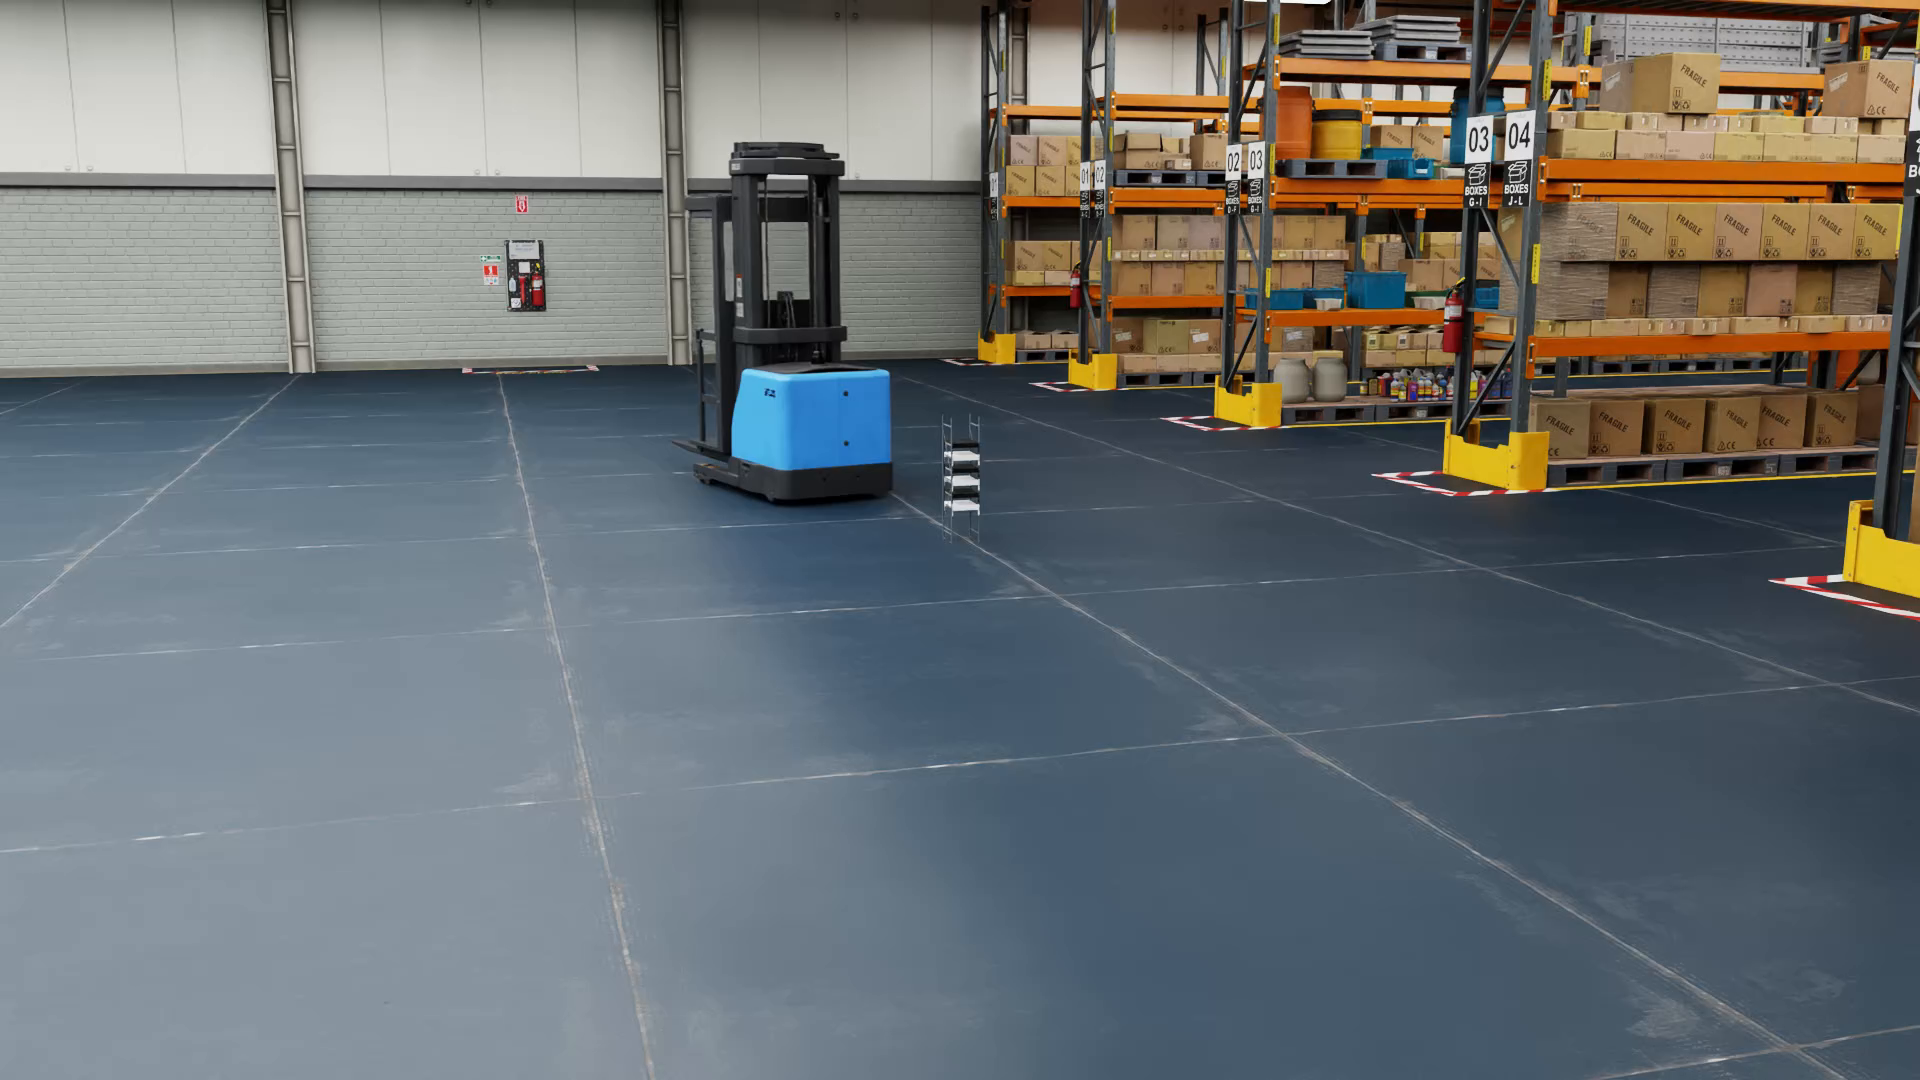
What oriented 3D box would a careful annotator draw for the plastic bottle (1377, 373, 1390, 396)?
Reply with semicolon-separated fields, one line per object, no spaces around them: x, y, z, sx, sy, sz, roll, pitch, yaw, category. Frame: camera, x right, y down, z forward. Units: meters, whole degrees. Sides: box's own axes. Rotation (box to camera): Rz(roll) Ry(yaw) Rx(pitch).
5.221;-1.920;20.497;0.135;0.276;0.152;-3;11;-16;plastic bottle

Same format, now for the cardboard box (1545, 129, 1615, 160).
5.250;-3.386;14.282;0.500;0.250;0.500;-3;11;-14;cardboard box

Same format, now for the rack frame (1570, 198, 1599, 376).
9.631;-4.132;26.206;0.127;3.000;1.000;-3;11;-16;rack frame

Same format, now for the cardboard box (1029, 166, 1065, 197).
1.478;-6.117;28.371;0.500;0.500;0.500;-2;11;-12;cardboard box

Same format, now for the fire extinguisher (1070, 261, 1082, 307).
1.707;-3.764;24.420;0.183;0.674;0.296;-3;11;-16;fire extinguisher

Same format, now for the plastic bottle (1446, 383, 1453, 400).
5.876;-1.781;19.951;0.097;0.201;0.097;0;10;0;plastic bottle

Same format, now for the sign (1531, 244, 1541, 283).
4.867;-2.336;14.061;0.005;0.325;0.100;-3;11;-16;sign

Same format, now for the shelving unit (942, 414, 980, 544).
0.008;-0.443;11.967;0.210;0.900;0.258;-3;11;-16;shelving unit

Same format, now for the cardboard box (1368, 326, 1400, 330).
6.597;-3.157;25.797;0.500;0.311;0.500;-3;11;-14;cardboard box

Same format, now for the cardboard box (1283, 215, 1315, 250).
4.881;-4.567;24.712;0.500;0.500;0.700;-3;11;-16;cardboard box

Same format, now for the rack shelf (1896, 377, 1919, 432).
7.925;-0.885;10.555;4.000;0.370;1.077;-3;11;-16;rack shelf

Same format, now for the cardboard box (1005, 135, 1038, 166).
1.000;-6.591;28.187;0.500;0.500;0.500;-4;11;-20;cardboard box

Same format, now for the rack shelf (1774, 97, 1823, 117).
15.392;-7.030;27.377;4.000;0.370;1.077;-3;11;-16;rack shelf

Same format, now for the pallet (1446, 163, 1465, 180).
6.506;-4.397;19.883;1.003;0.211;1.213;-3;11;-16;pallet

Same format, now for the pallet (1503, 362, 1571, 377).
8.830;-2.726;26.269;1.213;0.211;1.003;-3;11;-16;pallet

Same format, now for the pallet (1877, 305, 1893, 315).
9.330;-2.126;15.841;1.213;0.211;1.003;-3;11;-16;pallet

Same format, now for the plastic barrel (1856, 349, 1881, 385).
11.994;-2.325;22.105;0.421;0.512;0.421;0;10;0;plastic barrel

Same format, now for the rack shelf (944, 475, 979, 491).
0.008;-0.410;11.973;0.200;0.077;0.258;-3;11;-16;rack shelf

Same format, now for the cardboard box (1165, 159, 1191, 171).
3.129;-5.383;23.864;0.250;0.149;0.380;-3;11;-16;cardboard box

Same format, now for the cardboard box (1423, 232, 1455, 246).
8.779;-5.547;30.666;0.500;0.250;0.500;-3;11;-15;cardboard box

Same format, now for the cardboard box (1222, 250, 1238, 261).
3.863;-4.155;24.265;0.250;0.149;0.380;-3;11;-15;cardboard box

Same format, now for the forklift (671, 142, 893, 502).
-1.735;-1.972;14.663;1.130;2.935;3.031;-6;12;-30;forklift

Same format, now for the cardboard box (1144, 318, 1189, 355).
3.007;-2.964;24.226;0.500;0.500;0.500;-3;11;-16;cardboard box

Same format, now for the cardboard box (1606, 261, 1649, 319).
5.698;-2.269;14.991;0.500;0.500;0.875;-3;11;-16;cardboard box

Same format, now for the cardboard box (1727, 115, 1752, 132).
6.777;-3.672;14.737;0.250;0.149;0.380;-3;11;-18;cardboard box

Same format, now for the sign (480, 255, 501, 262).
-7.705;-4.619;27.287;0.331;0.109;0.001;-3;11;-16;sign

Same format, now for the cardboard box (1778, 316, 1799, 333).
7.446;-1.987;15.247;0.250;0.149;0.380;-3;11;-16;cardboard box

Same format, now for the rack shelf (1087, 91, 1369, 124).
3.870;-6.228;24.115;4.000;0.370;1.077;-3;11;-16;rack shelf

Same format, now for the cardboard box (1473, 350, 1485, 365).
7.723;-2.839;25.617;0.500;0.250;0.500;-3;11;-15;cardboard box

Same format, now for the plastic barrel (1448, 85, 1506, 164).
6.186;-4.965;19.900;0.708;0.901;0.600;-3;11;-16;plastic barrel

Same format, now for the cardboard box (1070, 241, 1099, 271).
2.079;-4.913;28.737;0.500;0.500;0.500;-3;11;-18;cardboard box

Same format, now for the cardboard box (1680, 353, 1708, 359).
11.632;-3.172;26.678;0.500;0.500;0.500;-3;11;-18;cardboard box

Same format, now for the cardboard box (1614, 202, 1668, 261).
5.802;-2.696;14.549;0.500;0.500;0.500;-3;11;-16;cardboard box

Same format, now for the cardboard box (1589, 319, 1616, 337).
5.545;-1.874;14.632;0.250;0.149;0.380;-3;11;-16;cardboard box

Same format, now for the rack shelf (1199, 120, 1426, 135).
6.323;-7.292;29.891;4.000;0.370;1.077;-3;11;-16;rack shelf

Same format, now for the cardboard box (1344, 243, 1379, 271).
7.265;-5.200;30.516;0.500;0.500;0.700;-4;11;-21;cardboard box

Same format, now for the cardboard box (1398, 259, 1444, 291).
7.038;-4.041;25.438;0.500;0.500;0.500;-2;11;-12;cardboard box

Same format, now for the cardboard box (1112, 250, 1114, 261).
2.264;-4.148;24.224;0.250;0.149;0.380;-3;11;-17;cardboard box

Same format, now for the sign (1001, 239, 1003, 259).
0.714;-4.919;28.093;0.005;0.325;0.100;-3;11;-16;sign

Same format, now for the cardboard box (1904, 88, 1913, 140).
9.035;-3.946;15.468;0.637;0.503;0.797;-4;11;-19;cardboard box

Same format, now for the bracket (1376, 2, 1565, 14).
9.725;-9.888;30.960;4.783;0.066;0.076;-3;11;-16;bracket

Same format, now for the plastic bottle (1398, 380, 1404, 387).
5.407;-1.869;20.429;0.097;0.201;0.097;0;10;0;plastic bottle

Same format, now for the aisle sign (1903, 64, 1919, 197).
5.853;-2.464;9.968;0.004;0.787;0.394;-3;11;-16;aisle sign

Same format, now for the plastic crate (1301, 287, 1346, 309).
4.353;-2.902;19.935;0.408;0.251;0.499;-3;11;-16;plastic crate

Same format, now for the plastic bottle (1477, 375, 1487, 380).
6.384;-1.877;20.266;0.135;0.276;0.152;-3;11;-16;plastic bottle

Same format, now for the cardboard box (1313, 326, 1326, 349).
5.258;-3.183;25.417;0.500;0.500;0.500;-3;11;-16;cardboard box

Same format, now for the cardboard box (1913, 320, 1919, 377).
6.348;-1.238;10.071;0.550;0.550;0.875;-3;11;-16;cardboard box

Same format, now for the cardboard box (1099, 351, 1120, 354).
2.382;-2.660;24.644;0.500;0.250;0.500;-3;11;-16;cardboard box

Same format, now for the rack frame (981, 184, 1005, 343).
0.562;-4.588;28.683;0.127;3.000;1.000;-3;11;-16;rack frame

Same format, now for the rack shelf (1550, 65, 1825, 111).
9.092;-5.569;20.536;4.000;0.370;1.077;-3;11;-16;rack shelf

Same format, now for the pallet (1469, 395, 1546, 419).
6.515;-1.670;20.535;1.213;0.211;1.003;-3;11;-16;pallet

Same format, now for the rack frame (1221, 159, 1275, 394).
3.331;-2.866;19.328;0.127;3.000;1.000;-3;11;-16;rack frame

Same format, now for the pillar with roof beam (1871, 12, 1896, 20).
19.478;-7.887;30.032;0.548;9.000;9.100;-3;11;-16;pillar with roof beam

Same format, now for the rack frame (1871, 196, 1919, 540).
6.005;-1.137;9.940;0.127;3.000;1.000;-3;11;-16;rack frame

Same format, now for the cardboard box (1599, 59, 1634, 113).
6.133;-4.044;14.963;0.500;0.500;0.500;-3;11;-16;cardboard box
